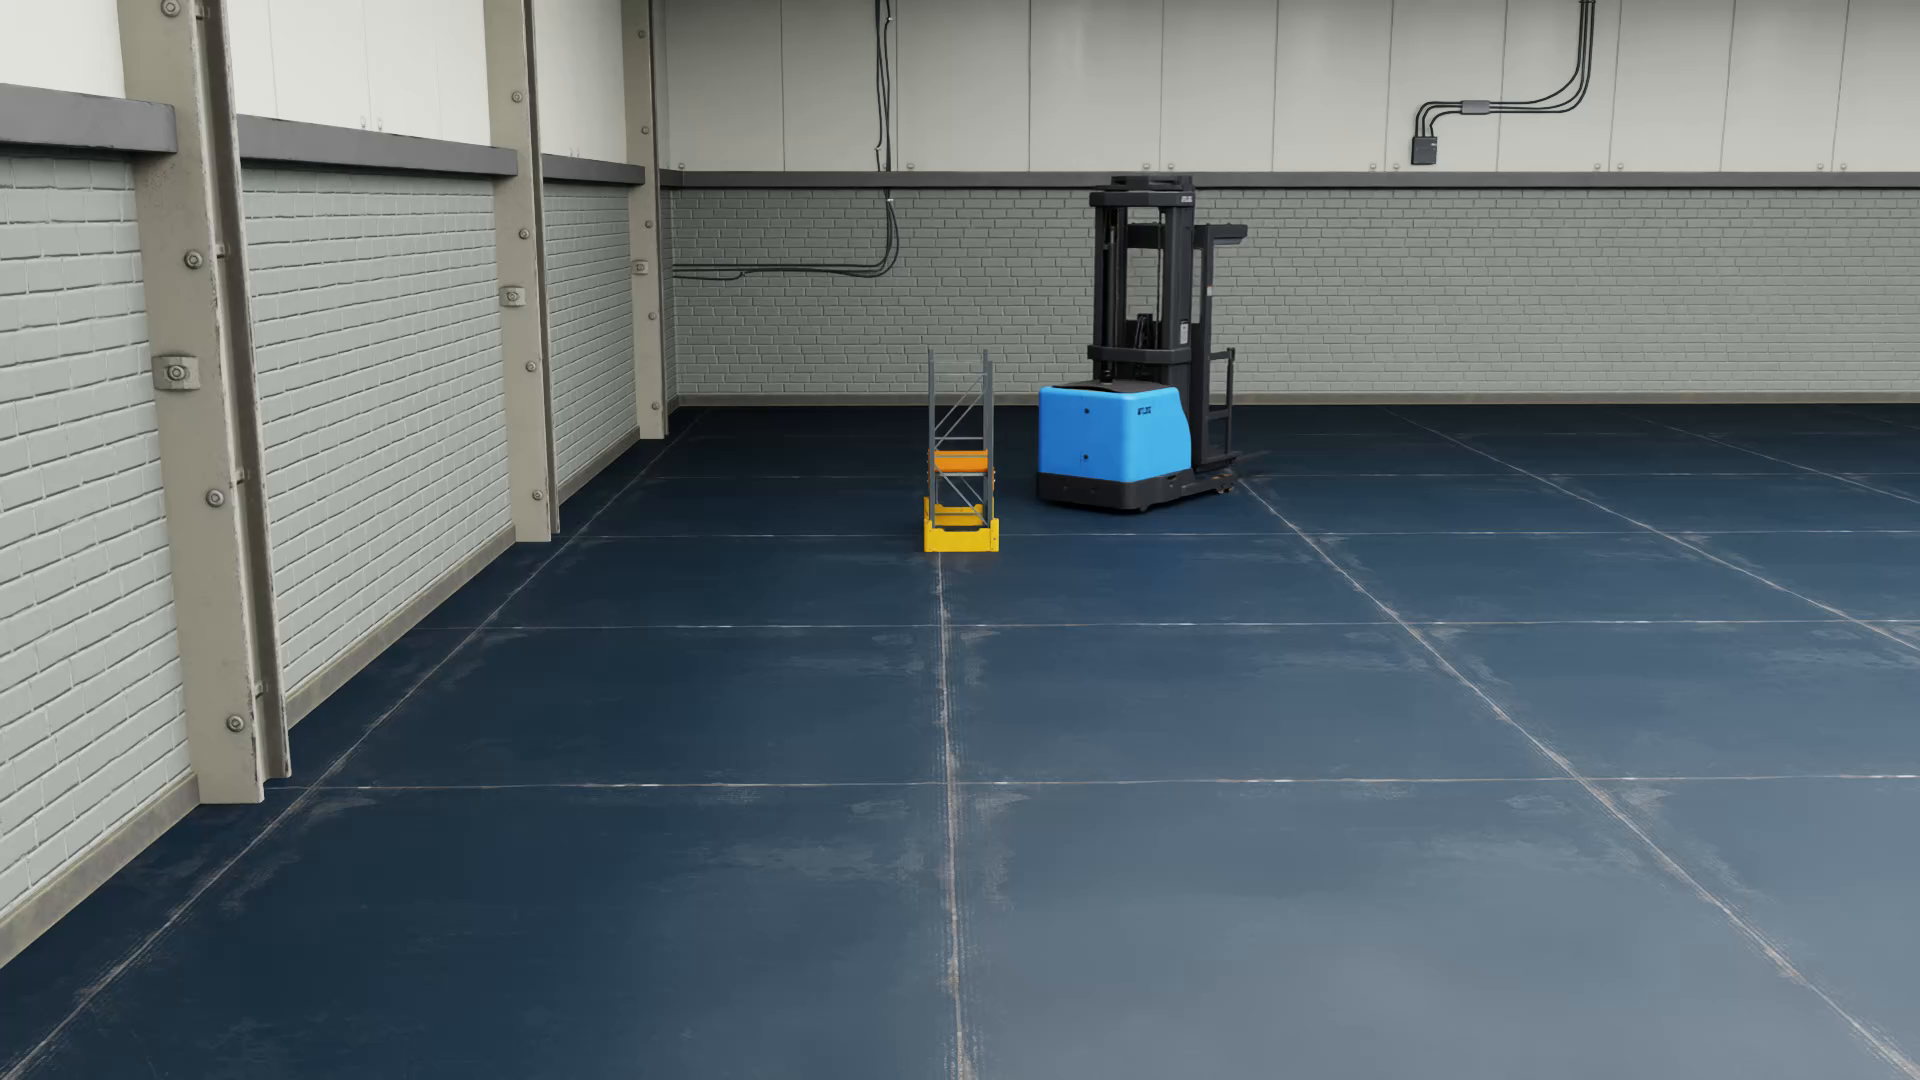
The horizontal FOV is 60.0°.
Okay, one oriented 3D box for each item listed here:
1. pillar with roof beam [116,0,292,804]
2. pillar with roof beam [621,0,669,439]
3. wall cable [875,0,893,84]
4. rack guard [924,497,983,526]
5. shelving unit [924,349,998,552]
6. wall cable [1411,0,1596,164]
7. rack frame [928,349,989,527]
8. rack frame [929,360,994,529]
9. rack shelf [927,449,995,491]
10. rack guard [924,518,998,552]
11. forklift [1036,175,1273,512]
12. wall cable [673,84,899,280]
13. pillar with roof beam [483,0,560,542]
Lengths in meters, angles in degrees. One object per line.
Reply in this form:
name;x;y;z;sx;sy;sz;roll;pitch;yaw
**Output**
pillar with roof beam;0.938;-3.262;7.003;9.100;9.000;0.400;0;11;-1
pillar with roof beam;0.690;-5.647;18.761;9.100;9.000;0.400;0;11;-1
wall cable;0.352;-7.185;21.448;3.097;2.526;0.112;0;11;-1
rack guard;-0.012;-0.237;14.097;0.587;0.250;0.087;0;11;-1
shelving unit;-0.002;-0.750;13.485;0.587;1.500;1.083;0;11;-1
wall cable;7.139;-7.923;21.425;2.305;6.003;0.169;0;11;-1
rack frame;-0.012;-0.853;13.992;0.500;1.500;0.032;0;11;-1
rack frame;0.009;-0.651;12.995;0.500;1.500;0.032;0;11;-1
rack shelf;-0.002;-0.576;13.529;0.538;0.185;1.000;0;11;-1
rack guard;0.009;-0.039;13.121;0.587;0.250;0.087;0;11;-1
forklift;1.991;-1.925;15.677;1.130;2.935;3.031;9;14;37
wall cable;-2.353;-4.699;21.895;3.097;2.526;0.112;0;11;-1
pillar with roof beam;0.814;-4.454;12.882;9.100;9.000;0.400;0;11;-1
